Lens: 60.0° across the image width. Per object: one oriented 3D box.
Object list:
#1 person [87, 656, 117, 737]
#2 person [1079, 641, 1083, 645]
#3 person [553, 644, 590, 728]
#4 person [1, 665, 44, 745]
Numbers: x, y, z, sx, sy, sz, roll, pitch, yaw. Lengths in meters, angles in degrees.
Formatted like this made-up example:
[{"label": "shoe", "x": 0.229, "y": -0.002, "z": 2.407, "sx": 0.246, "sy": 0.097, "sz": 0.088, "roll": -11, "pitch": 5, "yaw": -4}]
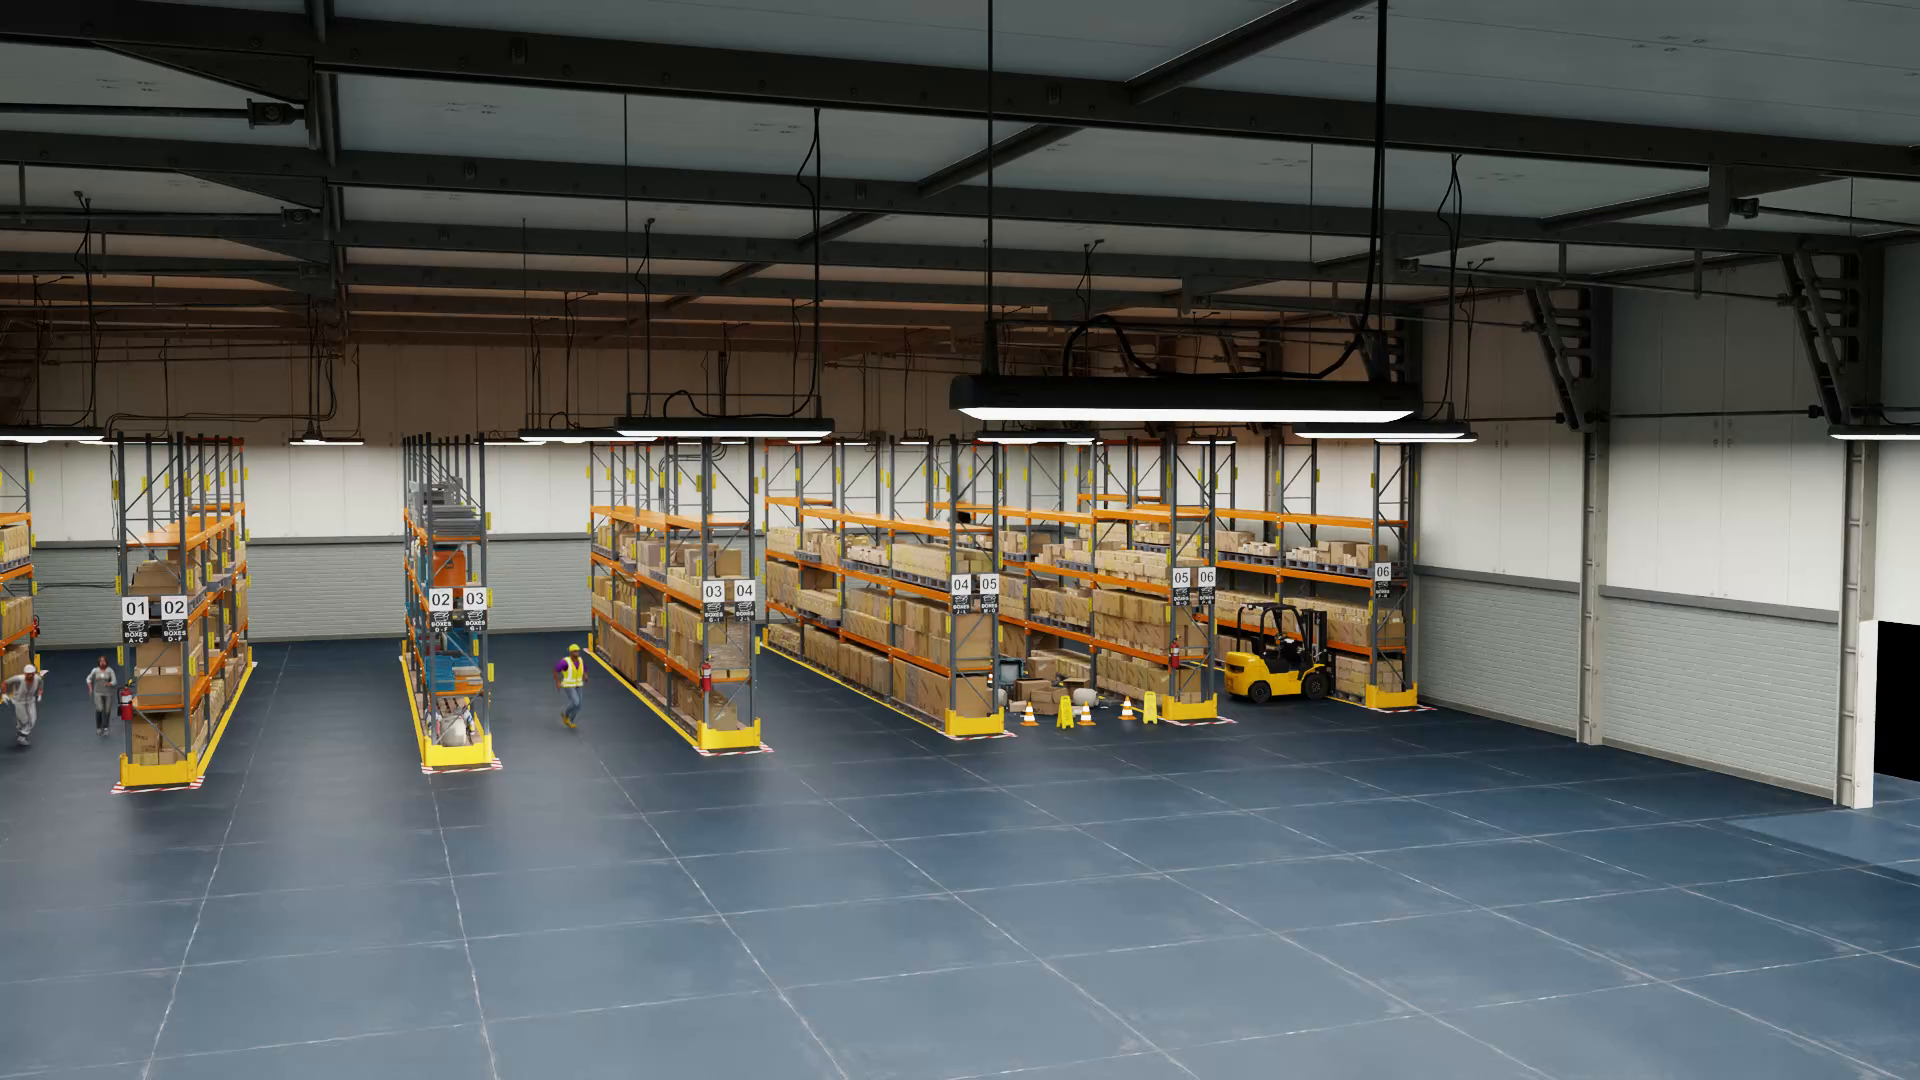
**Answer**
[{"label": "person", "x": -16.977, "y": 3.095, "z": 32.922, "sx": 0.508, "sy": 1.593, "sz": 0.663, "roll": -2, "pitch": 4, "yaw": -32}, {"label": "person", "x": 3.287, "y": 2.178, "z": 47.603, "sx": 0.646, "sy": 1.592, "sz": 0.951, "roll": -2, "pitch": 4, "yaw": -38}, {"label": "person", "x": -7.852, "y": 2.980, "z": 33.852, "sx": 0.653, "sy": 1.715, "sz": 0.691, "roll": 3, "pitch": 4, "yaw": 42}, {"label": "person", "x": -17.943, "y": 3.167, "z": 31.858, "sx": 0.828, "sy": 1.590, "sz": 0.693, "roll": 3, "pitch": 4, "yaw": 41}]
